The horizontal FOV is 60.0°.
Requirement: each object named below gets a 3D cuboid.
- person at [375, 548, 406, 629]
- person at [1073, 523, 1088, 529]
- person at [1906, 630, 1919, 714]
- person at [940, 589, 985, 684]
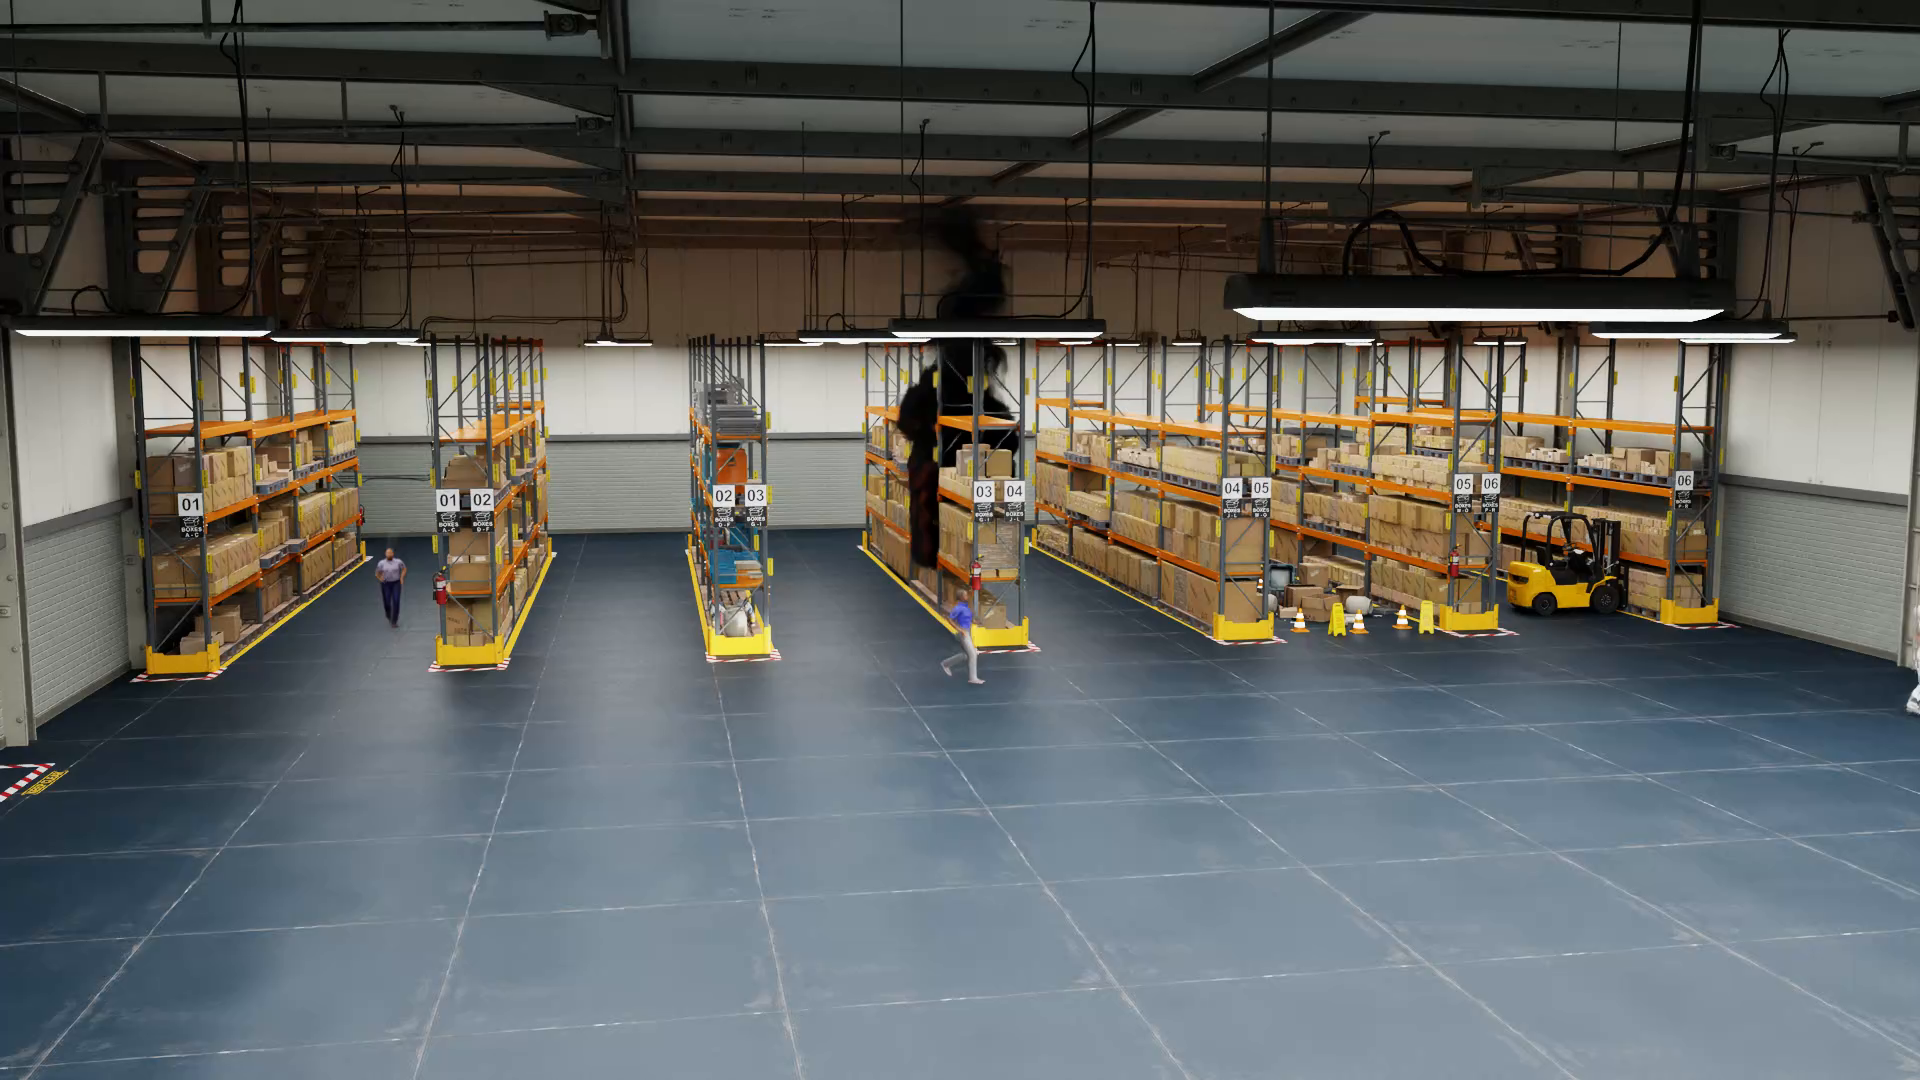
[{"bbox_3d":[-11.817,0.985,34.547,0.607,1.631,0.841,-2,7,-18],"label":"person"},{"bbox_3d":[3.551,-0.876,50.087,0.864,1.797,0.706,-1,7,-7],"label":"person"},{"bbox_3d":[15.146,1.887,25.826,0.694,1.823,0.631,6,9,42],"label":"person"},{"bbox_3d":[0.031,1.648,28.546,0.834,1.623,0.588,2,7,17],"label":"person"}]
